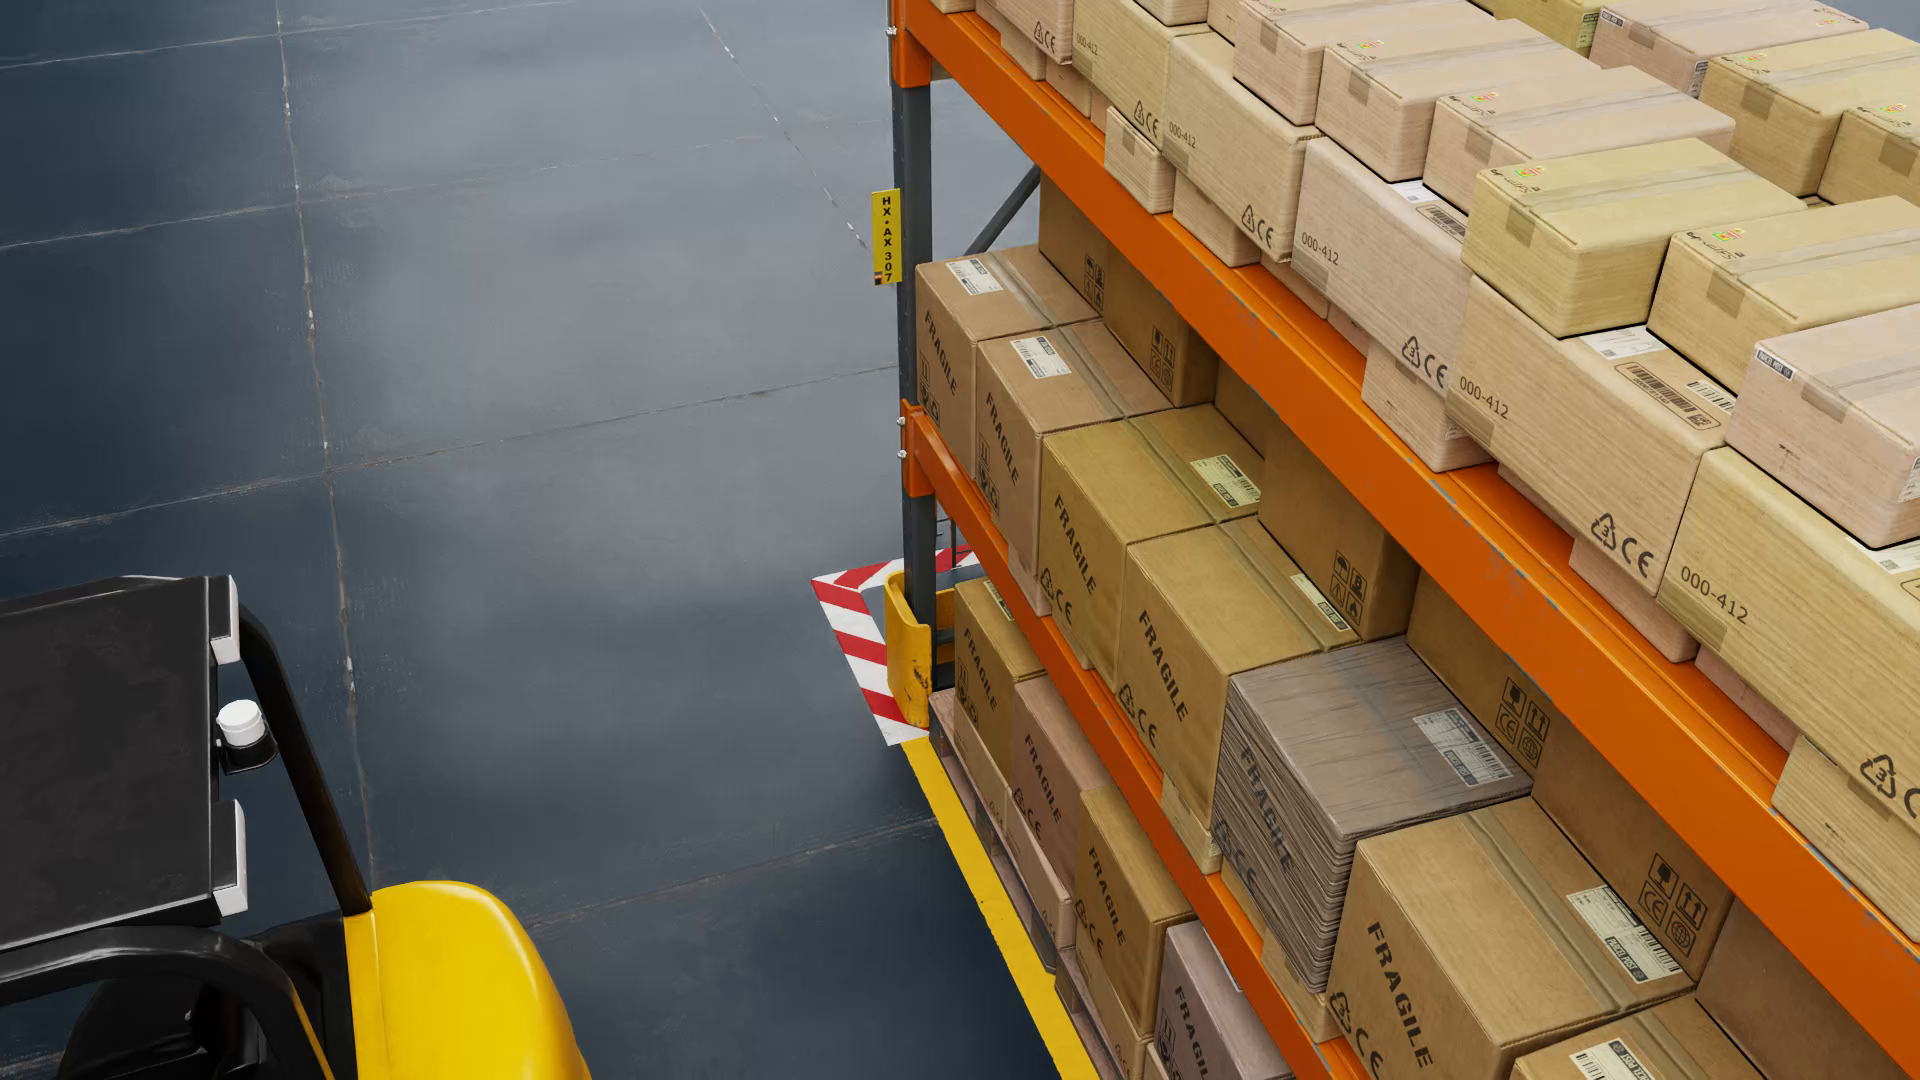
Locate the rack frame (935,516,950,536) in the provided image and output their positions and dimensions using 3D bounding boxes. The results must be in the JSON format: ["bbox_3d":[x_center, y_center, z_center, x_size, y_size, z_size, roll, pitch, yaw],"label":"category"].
[{"bbox_3d":[-0.024,-0.458,6.986,0.200,1.050,0.008,-12,39,-16],"label":"rack frame"}]

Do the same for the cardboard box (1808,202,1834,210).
[{"bbox_3d":[1.575,-0.326,2.574,0.500,0.250,0.500,-13,39,-16],"label":"cardboard box"}]

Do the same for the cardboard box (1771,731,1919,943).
[{"bbox_3d":[1.260,0.312,2.058,0.380,0.149,0.250,-12,39,-16],"label":"cardboard box"}]

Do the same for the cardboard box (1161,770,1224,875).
[{"bbox_3d":[0.724,0.645,4.109,0.380,0.149,0.250,-12,39,-16],"label":"cardboard box"}]

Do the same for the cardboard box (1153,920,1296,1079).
[{"bbox_3d":[0.847,1.303,4.340,0.500,0.500,0.500,-10,38,-14],"label":"cardboard box"}]

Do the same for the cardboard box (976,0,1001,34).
[{"bbox_3d":[0.263,-1.448,4.394,0.380,0.149,0.250,-14,39,-17],"label":"cardboard box"}]

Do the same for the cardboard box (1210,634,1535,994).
[{"bbox_3d":[0.903,0.586,3.649,0.500,0.500,0.500,-11,38,-15],"label":"cardboard box"}]

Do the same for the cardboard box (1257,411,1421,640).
[{"bbox_3d":[1.140,-0.184,3.840,0.700,0.500,0.500,-13,39,-16],"label":"cardboard box"}]

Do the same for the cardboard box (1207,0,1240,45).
[{"bbox_3d":[0.704,-1.041,3.192,0.380,0.149,0.250,-12,39,-15],"label":"cardboard box"}]

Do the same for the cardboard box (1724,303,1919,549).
[{"bbox_3d":[1.180,-0.156,2.017,0.380,0.149,0.250,-13,39,-17],"label":"cardboard box"}]

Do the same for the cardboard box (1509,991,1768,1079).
[{"bbox_3d":[1.269,1.167,2.877,0.500,0.500,0.500,-13,39,-17],"label":"cardboard box"}]

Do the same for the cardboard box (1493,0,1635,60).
[{"bbox_3d":[1.241,-0.998,3.134,0.380,0.149,0.250,-12,39,-15],"label":"cardboard box"}]

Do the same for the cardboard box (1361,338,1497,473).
[{"bbox_3d":[0.920,-0.272,2.833,0.380,0.149,0.250,-11,38,-15],"label":"cardboard box"}]

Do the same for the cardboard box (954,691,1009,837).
[{"bbox_3d":[0.297,0.709,5.752,0.500,0.250,0.500,-13,39,-16],"label":"cardboard box"}]

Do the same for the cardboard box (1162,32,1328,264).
[{"bbox_3d":[0.725,-0.785,3.184,0.500,0.250,0.500,-12,39,-15],"label":"cardboard box"}]

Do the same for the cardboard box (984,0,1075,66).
[{"bbox_3d":[0.366,-1.366,3.954,0.500,0.250,0.500,-13,39,-17],"label":"cardboard box"}]

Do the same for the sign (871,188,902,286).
[{"bbox_3d":[-0.230,-0.968,5.322,0.100,0.325,0.005,-12,39,-16],"label":"sign"}]

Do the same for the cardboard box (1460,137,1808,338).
[{"bbox_3d":[0.962,-0.441,2.395,0.380,0.149,0.250,-11,38,-15],"label":"cardboard box"}]

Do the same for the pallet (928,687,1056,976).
[{"bbox_3d":[0.552,0.889,5.895,1.003,0.211,1.213,-12,39,-16],"label":"pallet"}]

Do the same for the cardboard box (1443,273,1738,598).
[{"bbox_3d":[1.076,-0.211,2.421,0.500,0.250,0.500,-13,39,-17],"label":"cardboard box"}]

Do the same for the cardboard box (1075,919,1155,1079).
[{"bbox_3d":[0.665,1.305,4.961,0.500,0.250,0.500,-10,38,-13],"label":"cardboard box"}]

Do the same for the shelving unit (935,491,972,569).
[{"bbox_3d":[0.018,-0.389,6.894,0.215,1.050,0.252,-12,39,-16],"label":"shelving unit"}]

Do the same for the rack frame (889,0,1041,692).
[{"bbox_3d":[0.279,-0.734,5.732,1.000,3.000,0.127,-12,39,-16],"label":"rack frame"}]

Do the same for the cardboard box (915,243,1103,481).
[{"bbox_3d":[0.182,-0.568,5.181,0.500,0.500,0.500,-13,39,-17],"label":"cardboard box"}]

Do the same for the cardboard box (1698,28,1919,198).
[{"bbox_3d":[1.456,-0.712,2.755,0.380,0.149,0.250,-14,39,-17],"label":"cardboard box"}]

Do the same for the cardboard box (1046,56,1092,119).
[{"bbox_3d":[0.430,-1.156,4.007,0.380,0.149,0.250,-13,39,-16],"label":"cardboard box"}]

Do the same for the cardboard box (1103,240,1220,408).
[{"bbox_3d":[0.827,-0.762,4.607,0.700,0.500,0.500,-12,39,-16],"label":"cardboard box"}]

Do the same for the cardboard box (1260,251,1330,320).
[{"bbox_3d":[0.818,-0.581,3.243,0.380,0.149,0.250,-13,39,-16],"label":"cardboard box"}]

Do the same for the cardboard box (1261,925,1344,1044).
[{"bbox_3d":[0.906,0.934,3.726,0.380,0.149,0.250,-13,39,-17],"label":"cardboard box"}]

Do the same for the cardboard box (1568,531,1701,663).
[{"bbox_3d":[1.146,0.012,2.456,0.380,0.149,0.250,-12,39,-15],"label":"cardboard box"}]

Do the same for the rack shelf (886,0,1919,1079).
[{"bbox_3d":[0.967,-0.515,3.546,1.077,0.370,4.000,-12,39,-16],"label":"rack shelf"}]

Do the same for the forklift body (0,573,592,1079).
[{"bbox_3d":[-2.015,1.328,3.699,2.313,2.155,1.214,-12,39,-16],"label":"forklift body"}]

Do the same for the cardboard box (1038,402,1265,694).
[{"bbox_3d":[0.540,0.012,4.411,0.500,0.500,0.500,-13,39,-17],"label":"cardboard box"}]

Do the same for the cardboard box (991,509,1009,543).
[{"bbox_3d":[0.317,-0.093,5.089,0.380,0.149,0.250,-14,39,-17],"label":"cardboard box"}]

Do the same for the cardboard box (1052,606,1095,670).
[{"bbox_3d":[0.482,0.199,4.701,0.380,0.149,0.250,-11,38,-15],"label":"cardboard box"}]

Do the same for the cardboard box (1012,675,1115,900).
[{"bbox_3d":[0.490,0.717,5.117,0.500,0.500,0.500,-14,39,-18],"label":"cardboard box"}]

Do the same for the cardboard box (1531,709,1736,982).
[{"bbox_3d":[1.553,0.381,3.090,0.700,0.500,0.500,-12,39,-16],"label":"cardboard box"}]

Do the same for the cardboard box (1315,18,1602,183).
[{"bbox_3d":[0.832,-0.744,2.797,0.380,0.149,0.250,-12,39,-15],"label":"cardboard box"}]

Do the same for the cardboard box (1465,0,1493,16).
[{"bbox_3d":[1.239,-0.897,3.332,0.500,0.250,0.500,-12,39,-16],"label":"cardboard box"}]

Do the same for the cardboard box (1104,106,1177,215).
[{"bbox_3d":[0.537,-0.848,3.599,0.380,0.149,0.250,-12,39,-15],"label":"cardboard box"}]
